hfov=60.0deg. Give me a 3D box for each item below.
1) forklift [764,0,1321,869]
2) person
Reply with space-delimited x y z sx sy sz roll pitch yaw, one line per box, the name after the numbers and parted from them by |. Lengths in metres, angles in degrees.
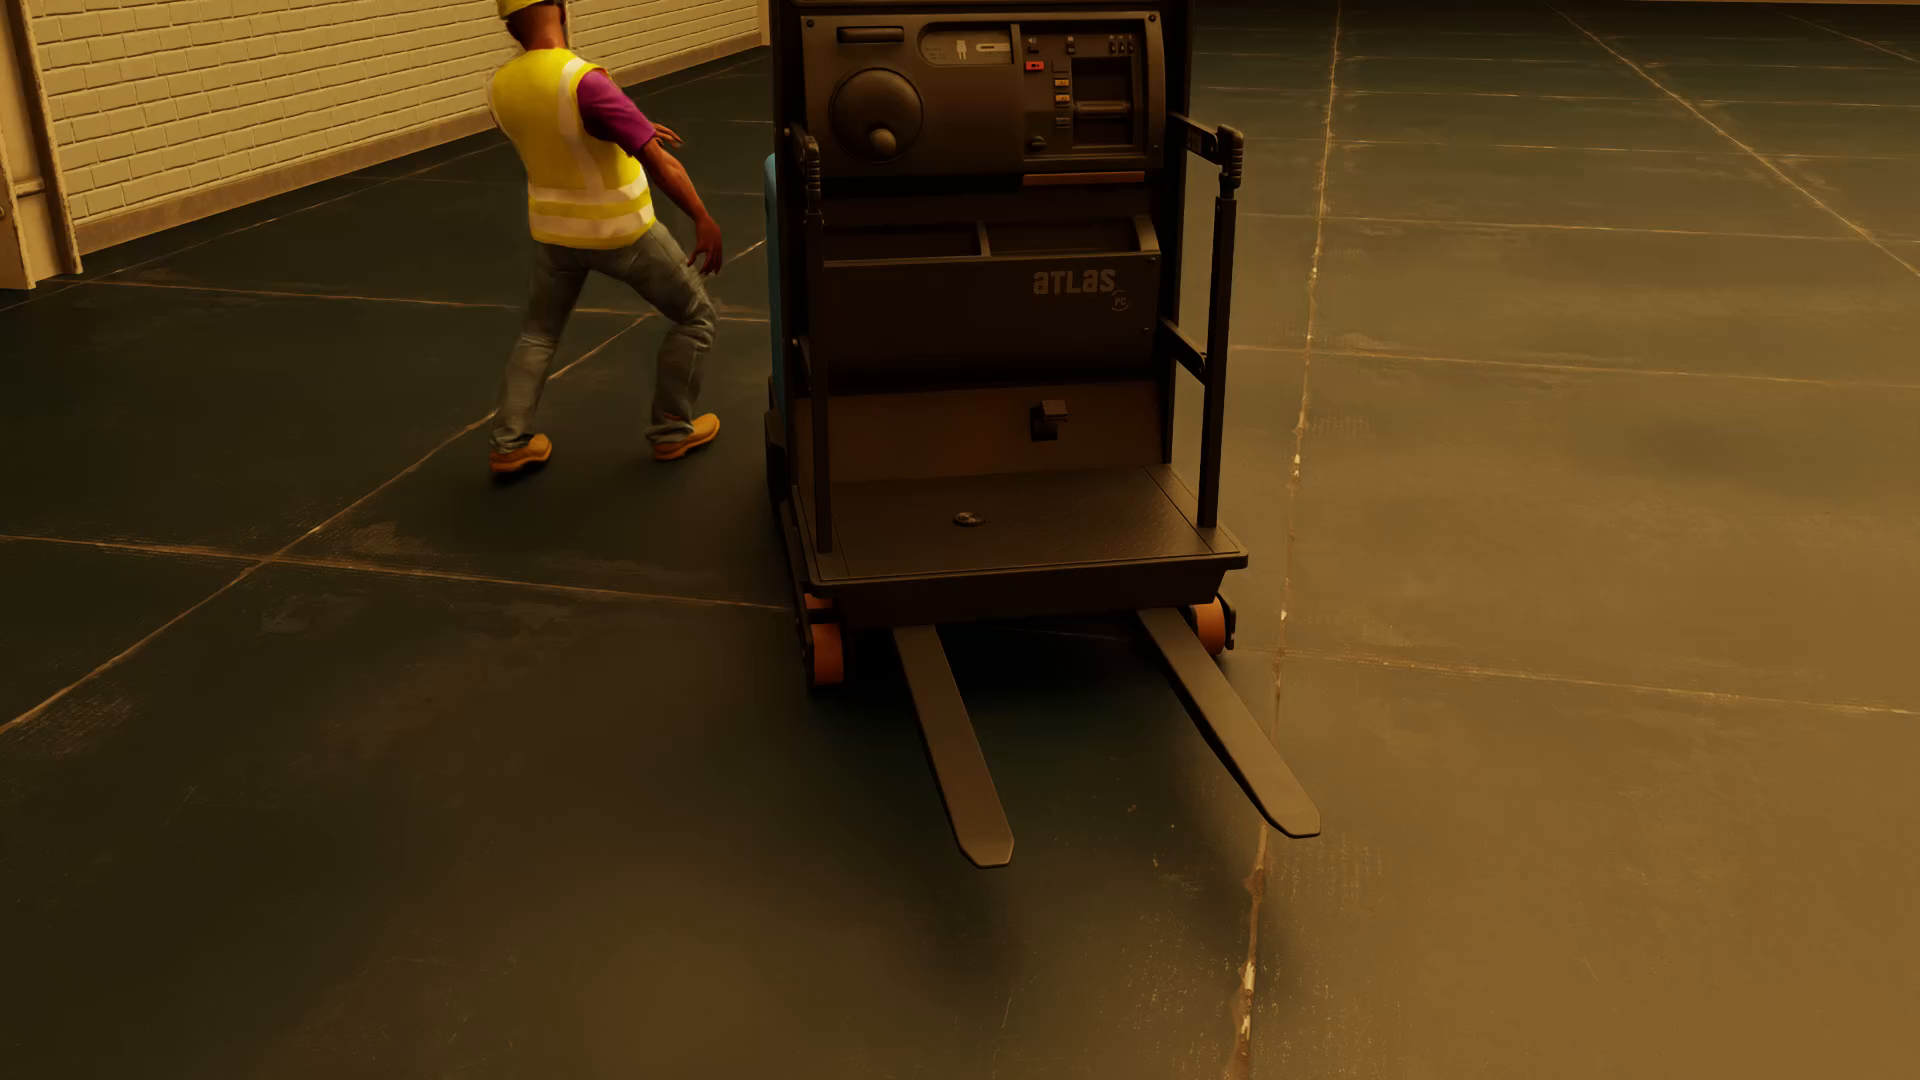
0.104 -1.131 4.040 1.130 2.935 3.031 -4 22 -9 | forklift
-1.131 -1.057 5.568 0.794 1.659 0.853 7 23 17 | person
